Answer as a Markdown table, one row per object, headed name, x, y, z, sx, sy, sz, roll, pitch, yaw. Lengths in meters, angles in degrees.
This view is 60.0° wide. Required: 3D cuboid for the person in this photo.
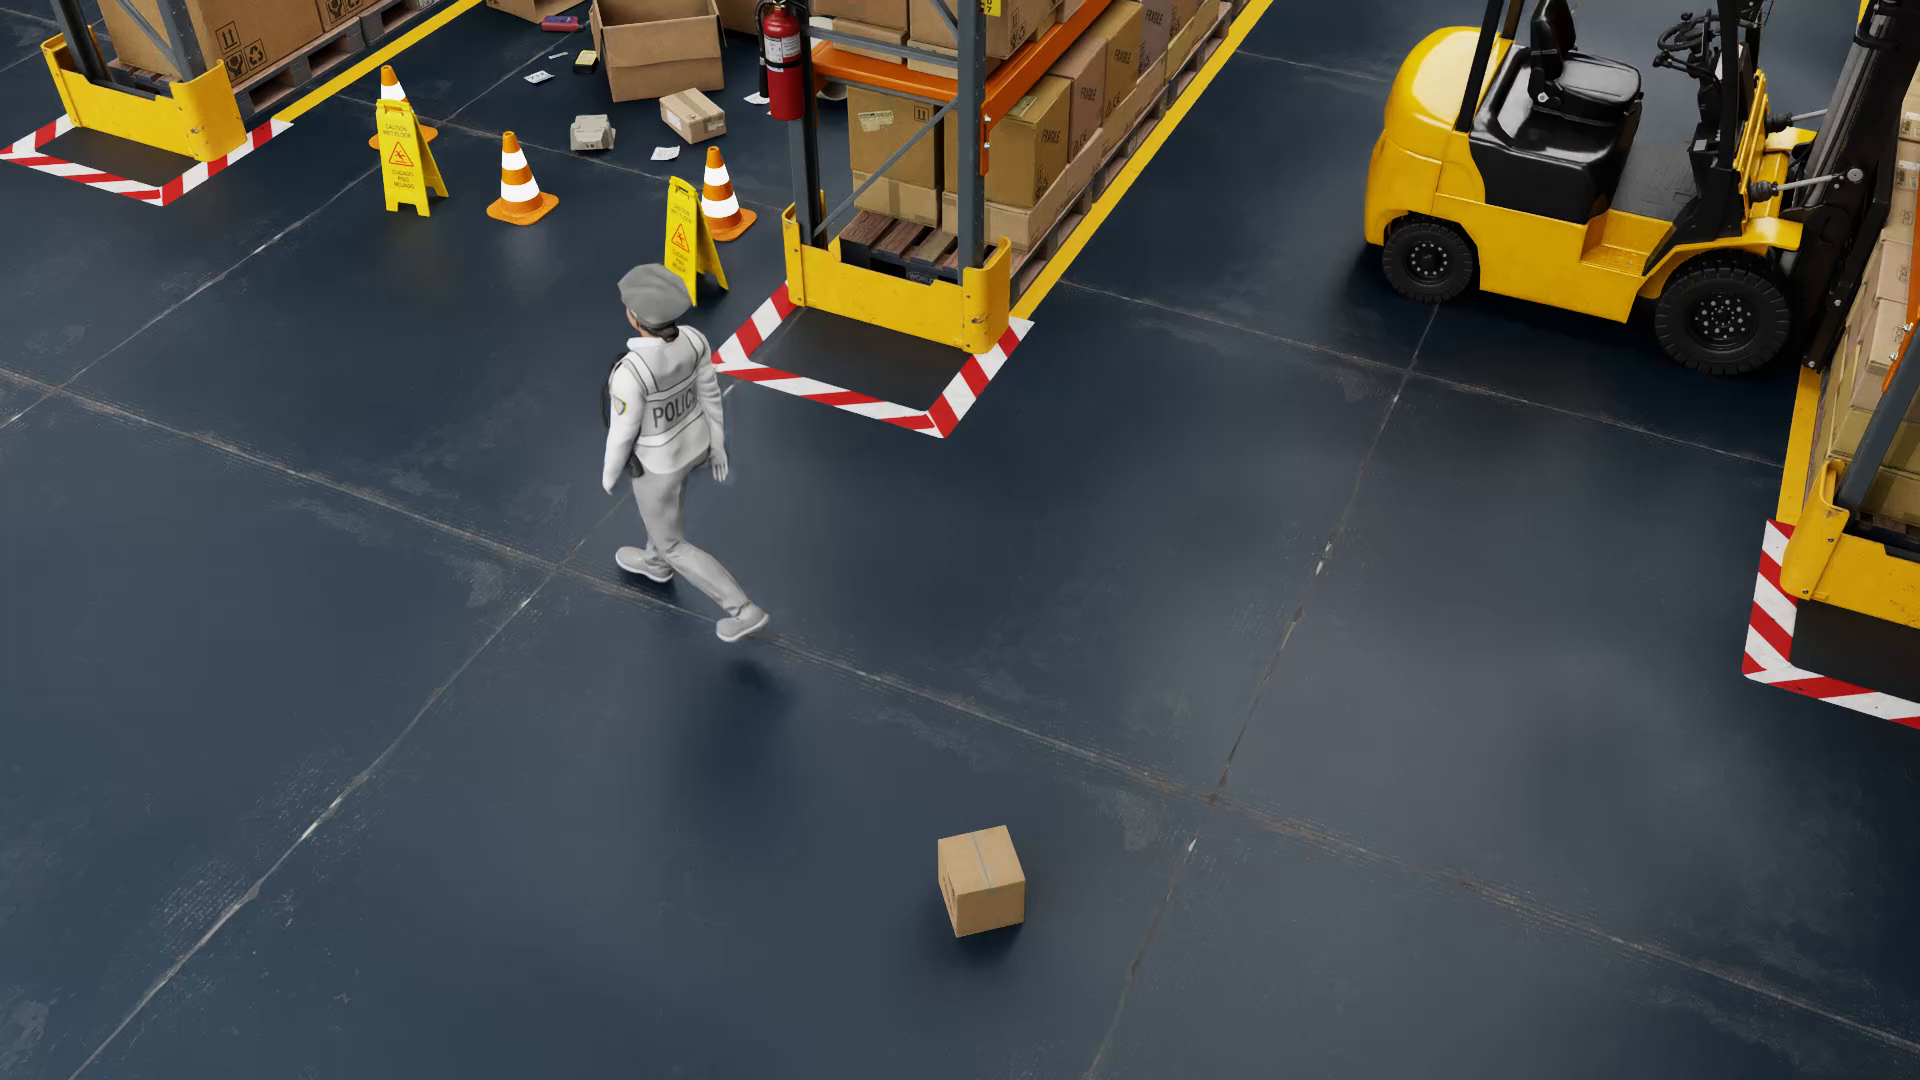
| name | x | y | z | sx | sy | sz | roll | pitch | yaw |
| --- | --- | --- | --- | --- | --- | --- | --- | --- | --- |
| person | -1.125 | -0.335 | 6.490 | 0.928 | 1.644 | 0.478 | 23 | 47 | 23 |
